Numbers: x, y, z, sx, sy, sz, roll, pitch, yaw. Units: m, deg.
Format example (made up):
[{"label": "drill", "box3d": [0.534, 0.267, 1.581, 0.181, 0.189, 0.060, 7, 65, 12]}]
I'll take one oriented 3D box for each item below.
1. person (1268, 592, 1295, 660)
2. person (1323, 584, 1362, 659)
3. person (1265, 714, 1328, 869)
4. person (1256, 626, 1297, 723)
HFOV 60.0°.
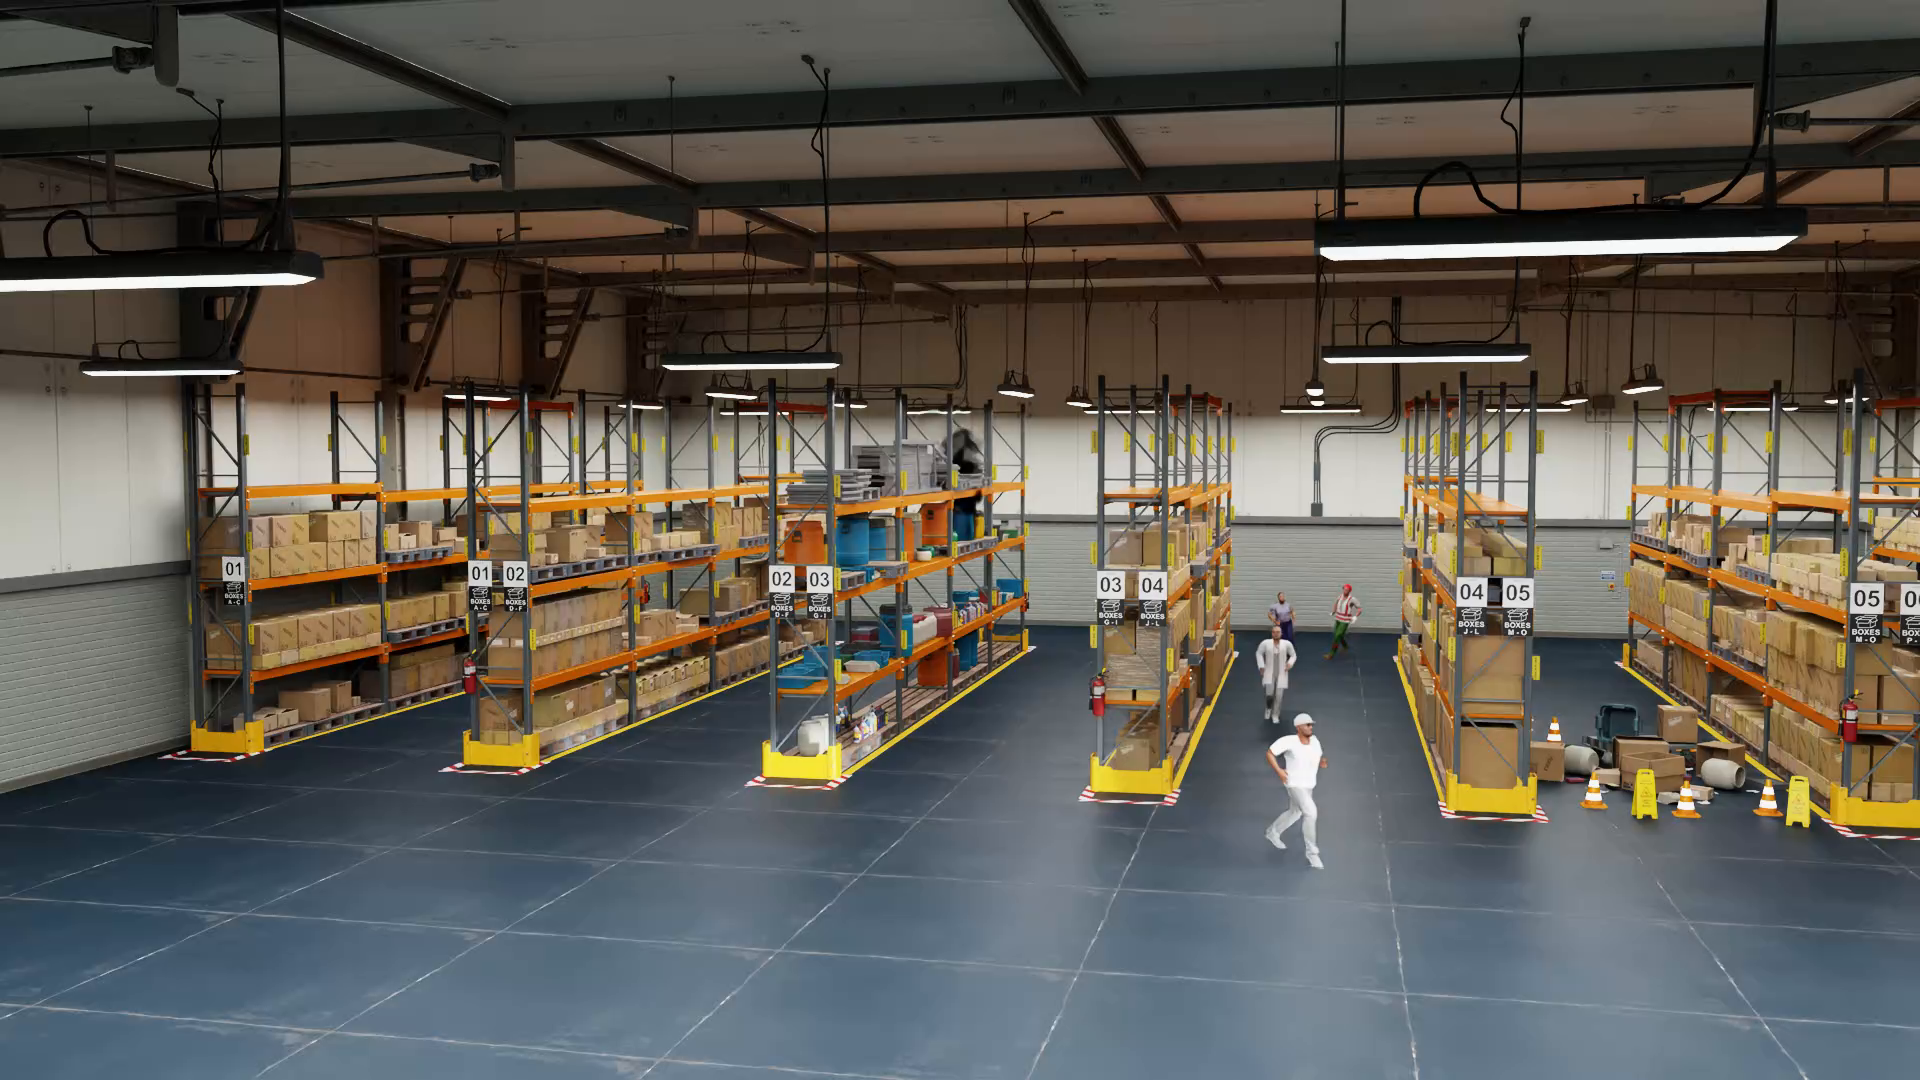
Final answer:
[{"label": "person", "box3d": [7.494, 2.005, 38.626, 0.628, 1.582, 0.591, -1, 3, -10]}, {"label": "person", "box3d": [8.947, 1.892, 38.793, 0.976, 1.746, 0.717, -2, 4, -36]}, {"label": "person", "box3d": [4.083, 2.988, 20.065, 0.663, 1.825, 0.954, -3, 4, -42]}, {"label": "person", "box3d": [5.687, 2.422, 29.891, 0.722, 1.744, 0.628, 0, 3, 8]}]
